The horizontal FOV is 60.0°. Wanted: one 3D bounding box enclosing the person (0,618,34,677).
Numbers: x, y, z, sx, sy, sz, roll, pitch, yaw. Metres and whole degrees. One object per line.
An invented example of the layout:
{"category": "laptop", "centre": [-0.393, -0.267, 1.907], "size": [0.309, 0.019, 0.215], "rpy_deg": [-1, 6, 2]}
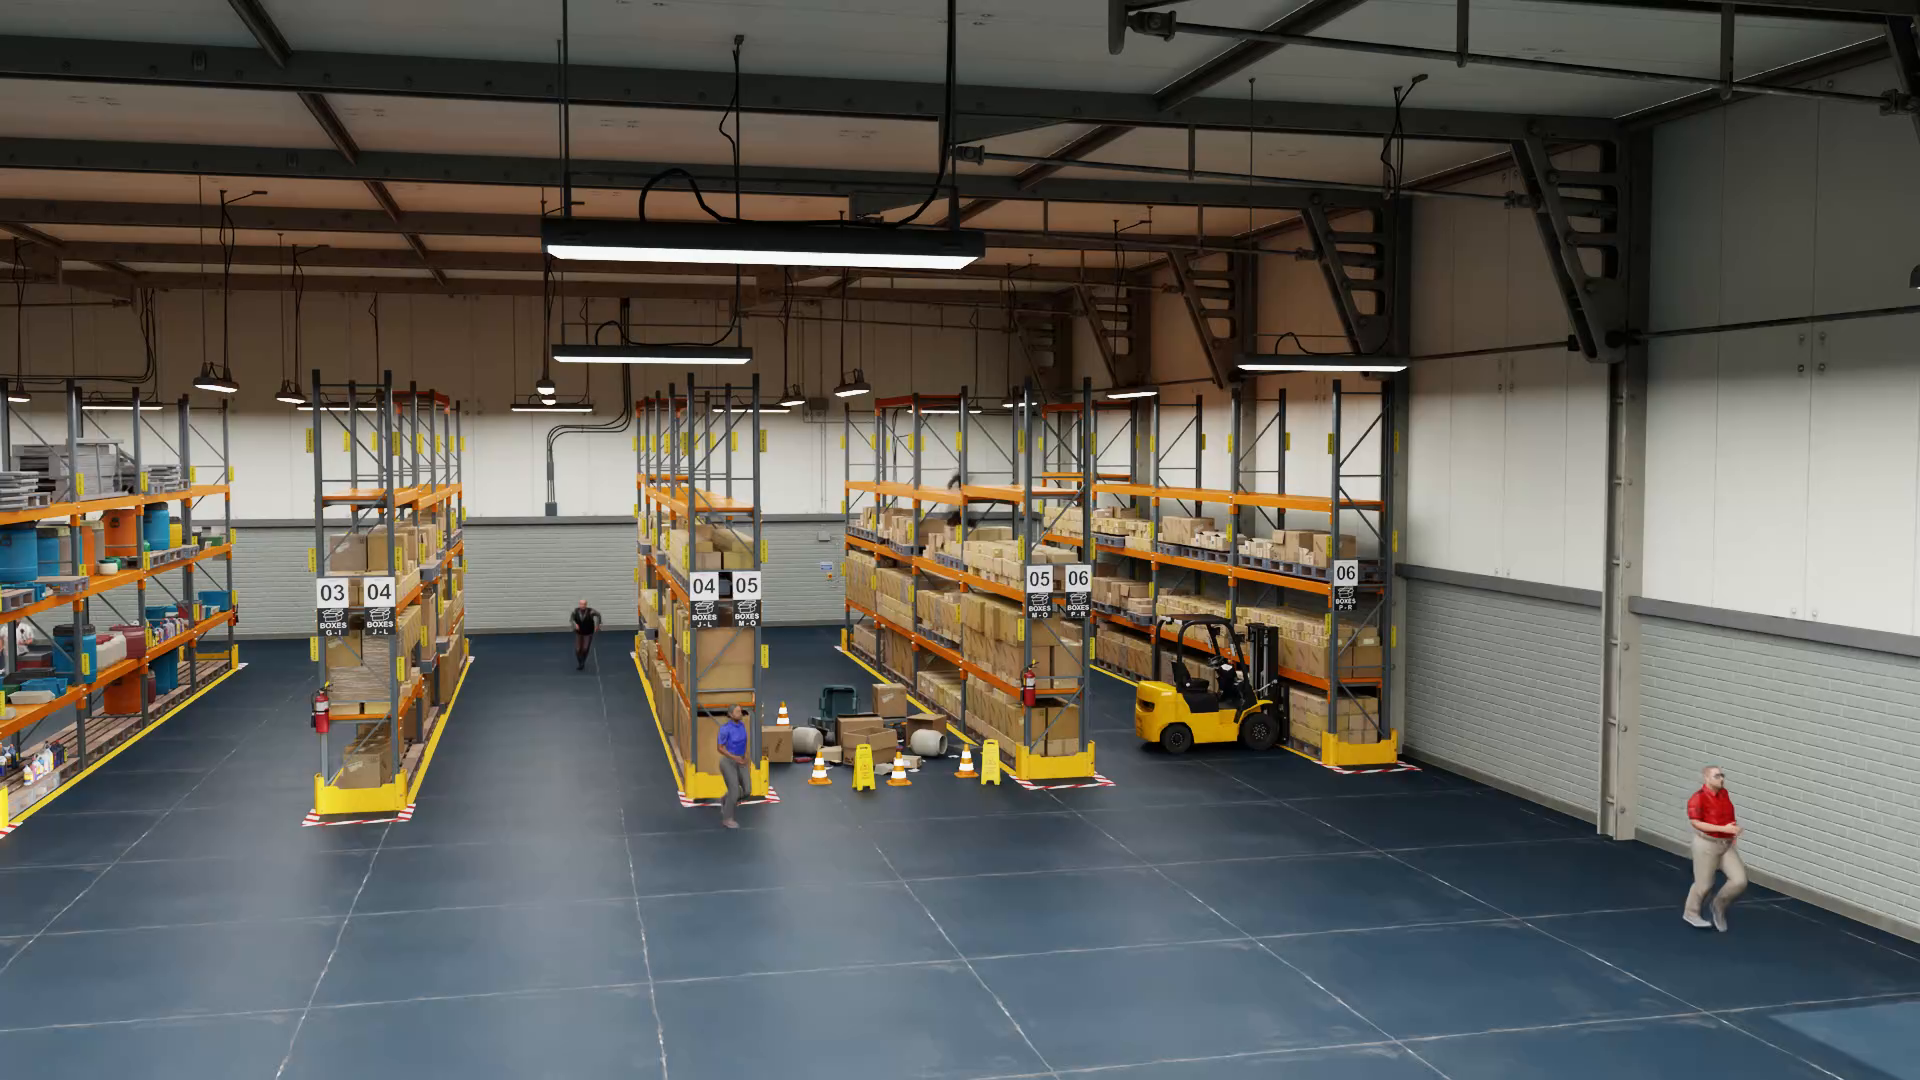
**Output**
{"category": "person", "centre": [-18.375, 2.258, 32.363], "size": [0.634, 1.809, 0.712], "rpy_deg": [-2, 4, -27]}

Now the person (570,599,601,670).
{"category": "person", "centre": [-8.285, 2.087, 36.791], "size": [0.678, 1.603, 0.796], "rpy_deg": [0, 3, -8]}

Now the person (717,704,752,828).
{"category": "person", "centre": [-2.959, 2.948, 21.793], "size": [0.596, 1.618, 0.588], "rpy_deg": [2, 4, 33]}

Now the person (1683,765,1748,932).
{"category": "person", "centre": [7.736, 3.167, 16.999], "size": [0.641, 1.729, 0.692], "rpy_deg": [-1, 4, -21]}
